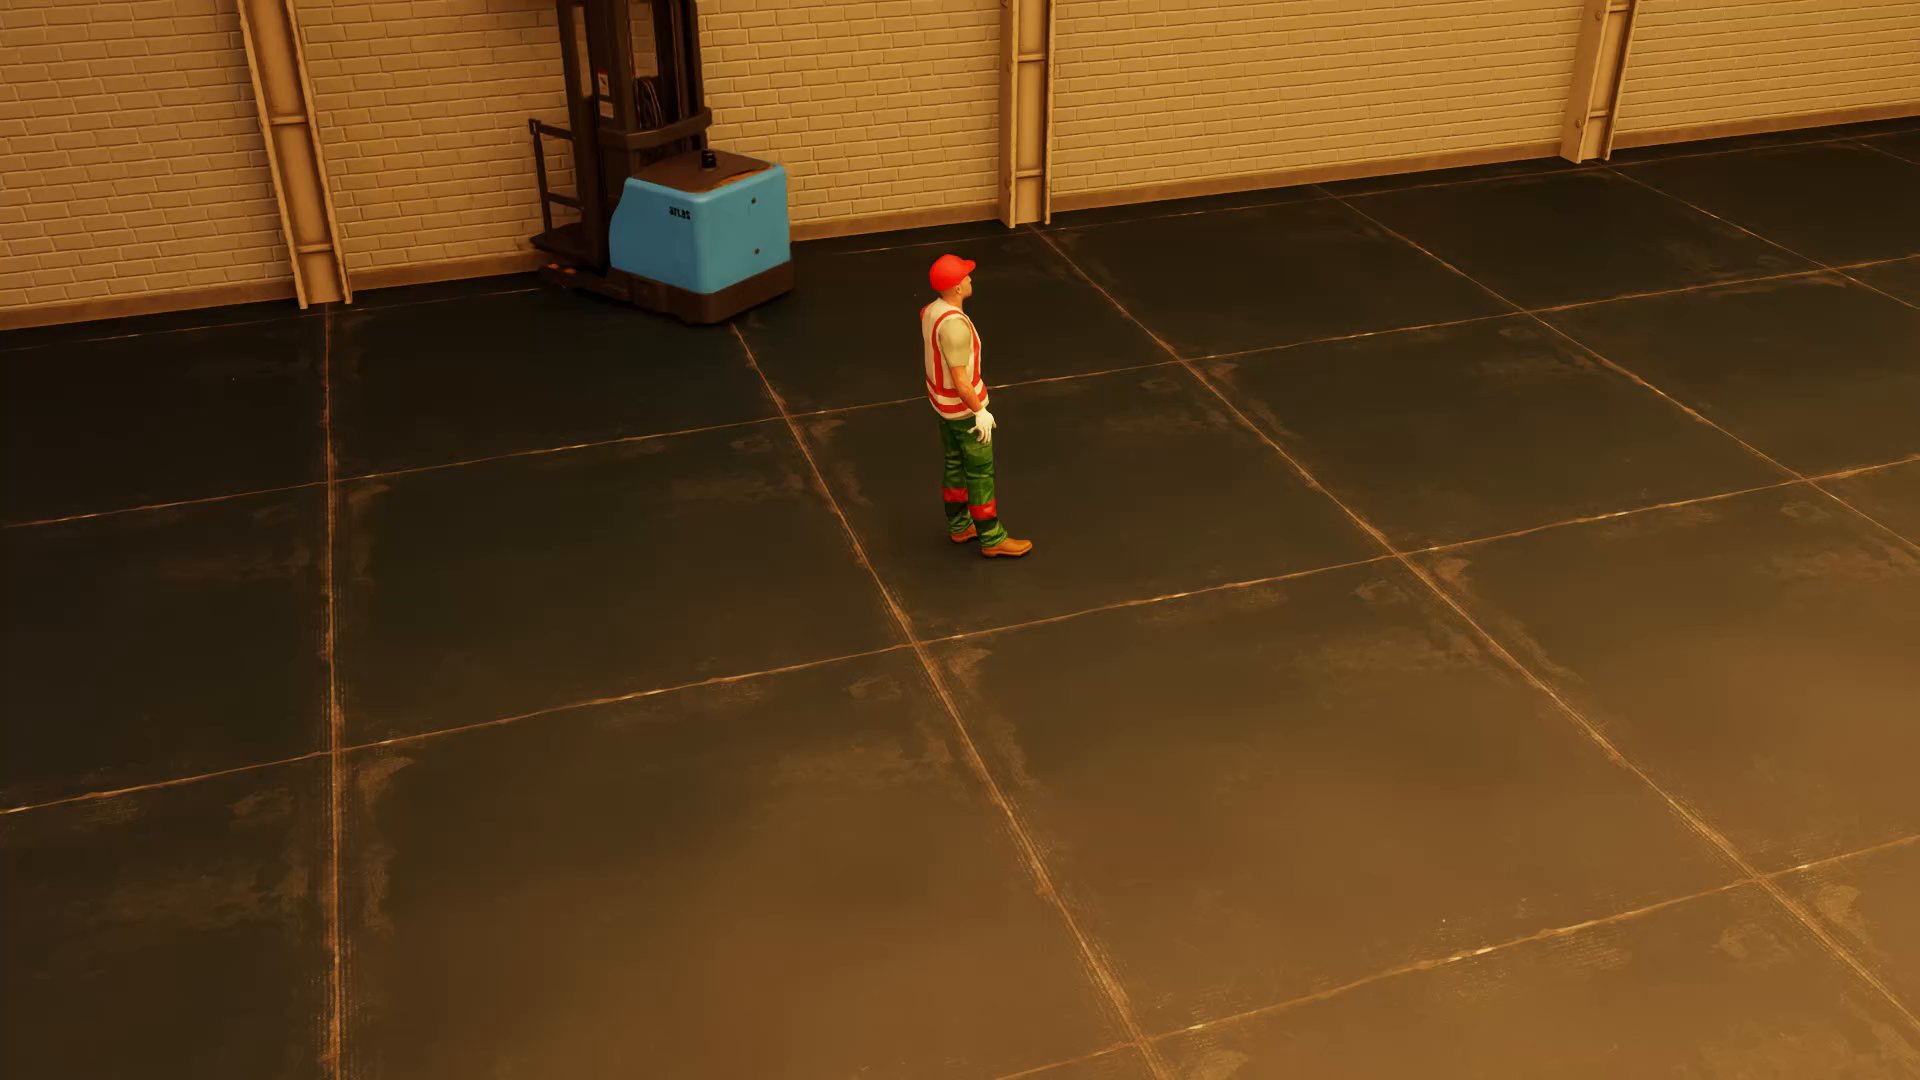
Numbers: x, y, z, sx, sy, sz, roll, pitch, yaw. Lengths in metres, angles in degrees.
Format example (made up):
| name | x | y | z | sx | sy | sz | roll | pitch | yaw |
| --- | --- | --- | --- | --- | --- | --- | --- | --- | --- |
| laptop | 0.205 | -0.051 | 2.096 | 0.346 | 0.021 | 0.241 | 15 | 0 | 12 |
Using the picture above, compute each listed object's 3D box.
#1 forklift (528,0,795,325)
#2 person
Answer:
| name | x | y | z | sx | sy | sz | roll | pitch | yaw |
| --- | --- | --- | --- | --- | --- | --- | --- | --- | --- |
| forklift | -2.824 | -3.505 | 13.178 | 3.031 | 2.935 | 1.130 | 20 | 36 | 31 |
| person | 0.080 | -0.789 | 9.588 | 0.564 | 1.787 | 0.637 | -10 | 31 | -16 |
